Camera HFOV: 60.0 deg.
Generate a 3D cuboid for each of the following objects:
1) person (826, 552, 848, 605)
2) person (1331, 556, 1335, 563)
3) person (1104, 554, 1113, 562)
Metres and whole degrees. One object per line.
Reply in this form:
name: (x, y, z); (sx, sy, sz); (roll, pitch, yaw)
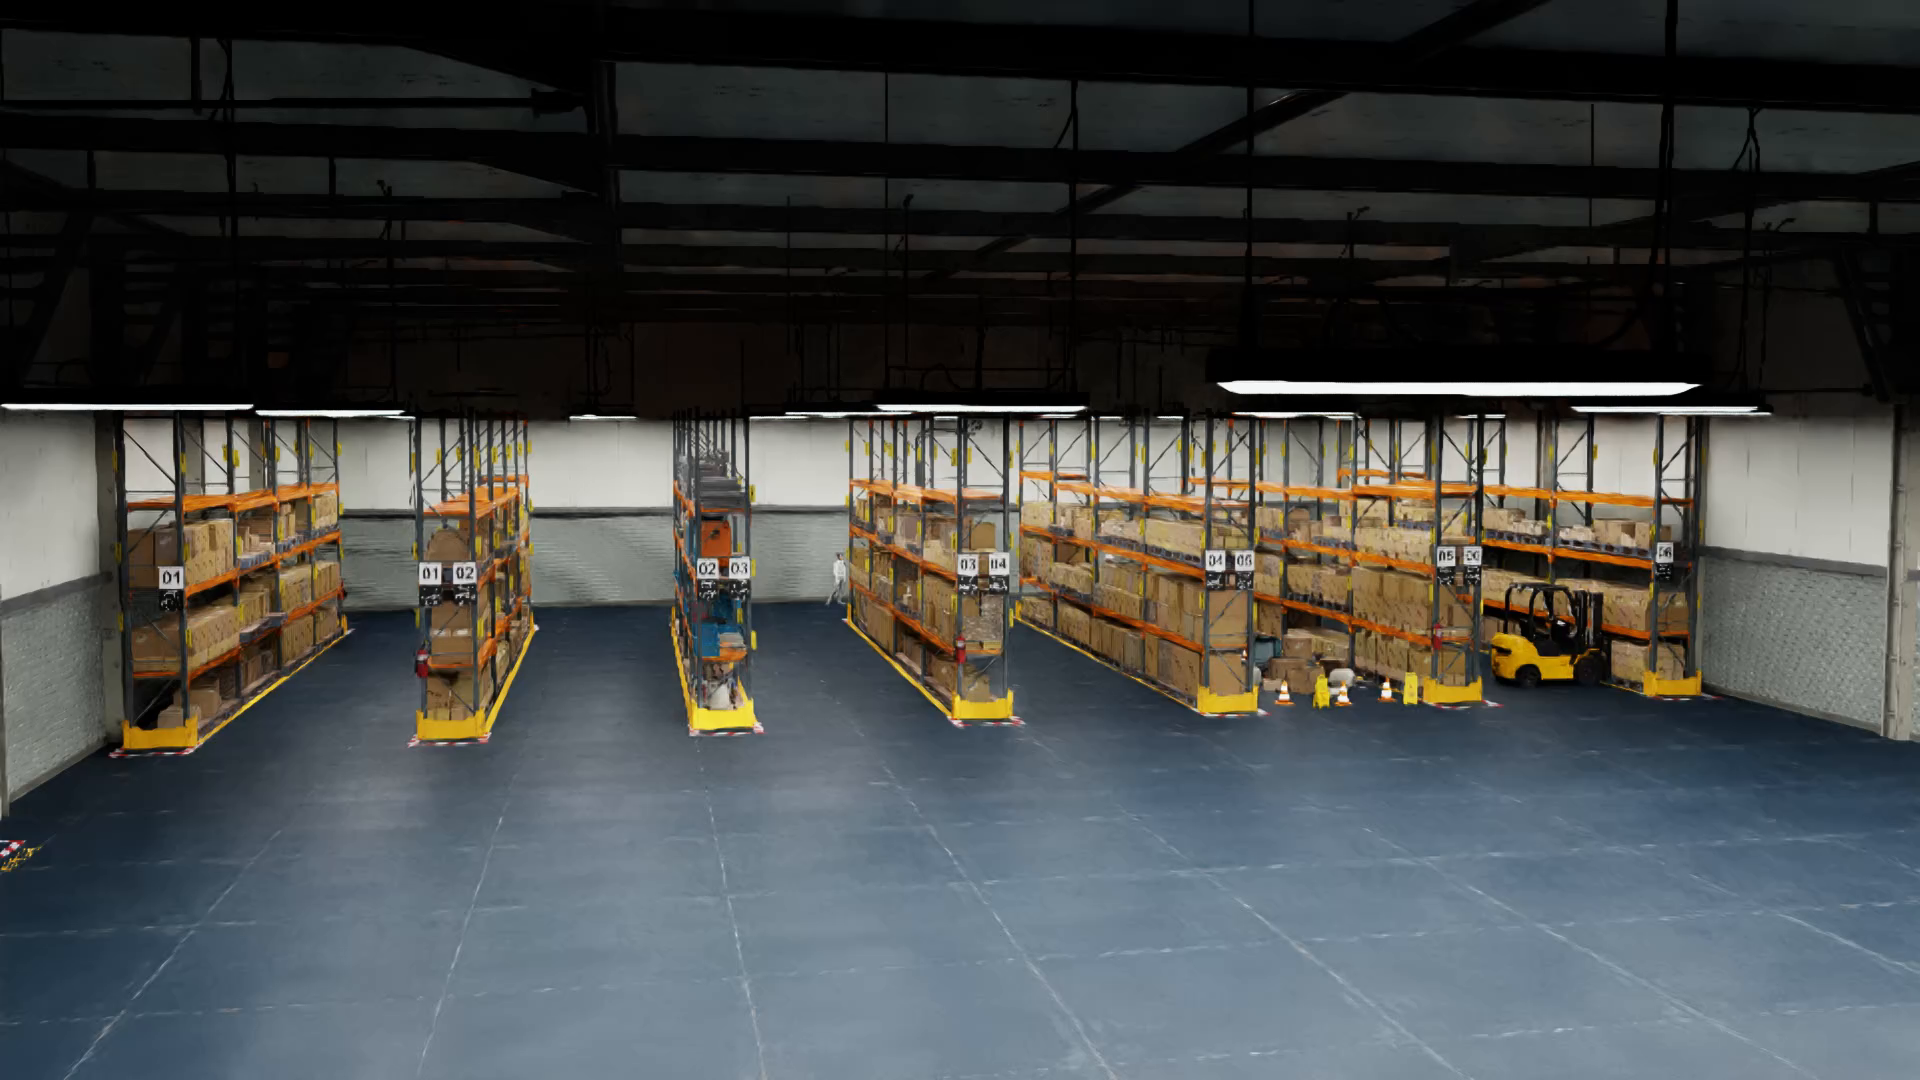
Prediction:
person: (-3.872, 1.204, 51.988); (0.489, 1.665, 0.668); (3, 5, 34)
person: (11.895, 1.131, 52.060); (0.502, 1.772, 0.711); (-3, 5, -38)
person: (4.499, 1.312, 49.774); (0.557, 1.770, 0.685); (-3, 5, -33)
